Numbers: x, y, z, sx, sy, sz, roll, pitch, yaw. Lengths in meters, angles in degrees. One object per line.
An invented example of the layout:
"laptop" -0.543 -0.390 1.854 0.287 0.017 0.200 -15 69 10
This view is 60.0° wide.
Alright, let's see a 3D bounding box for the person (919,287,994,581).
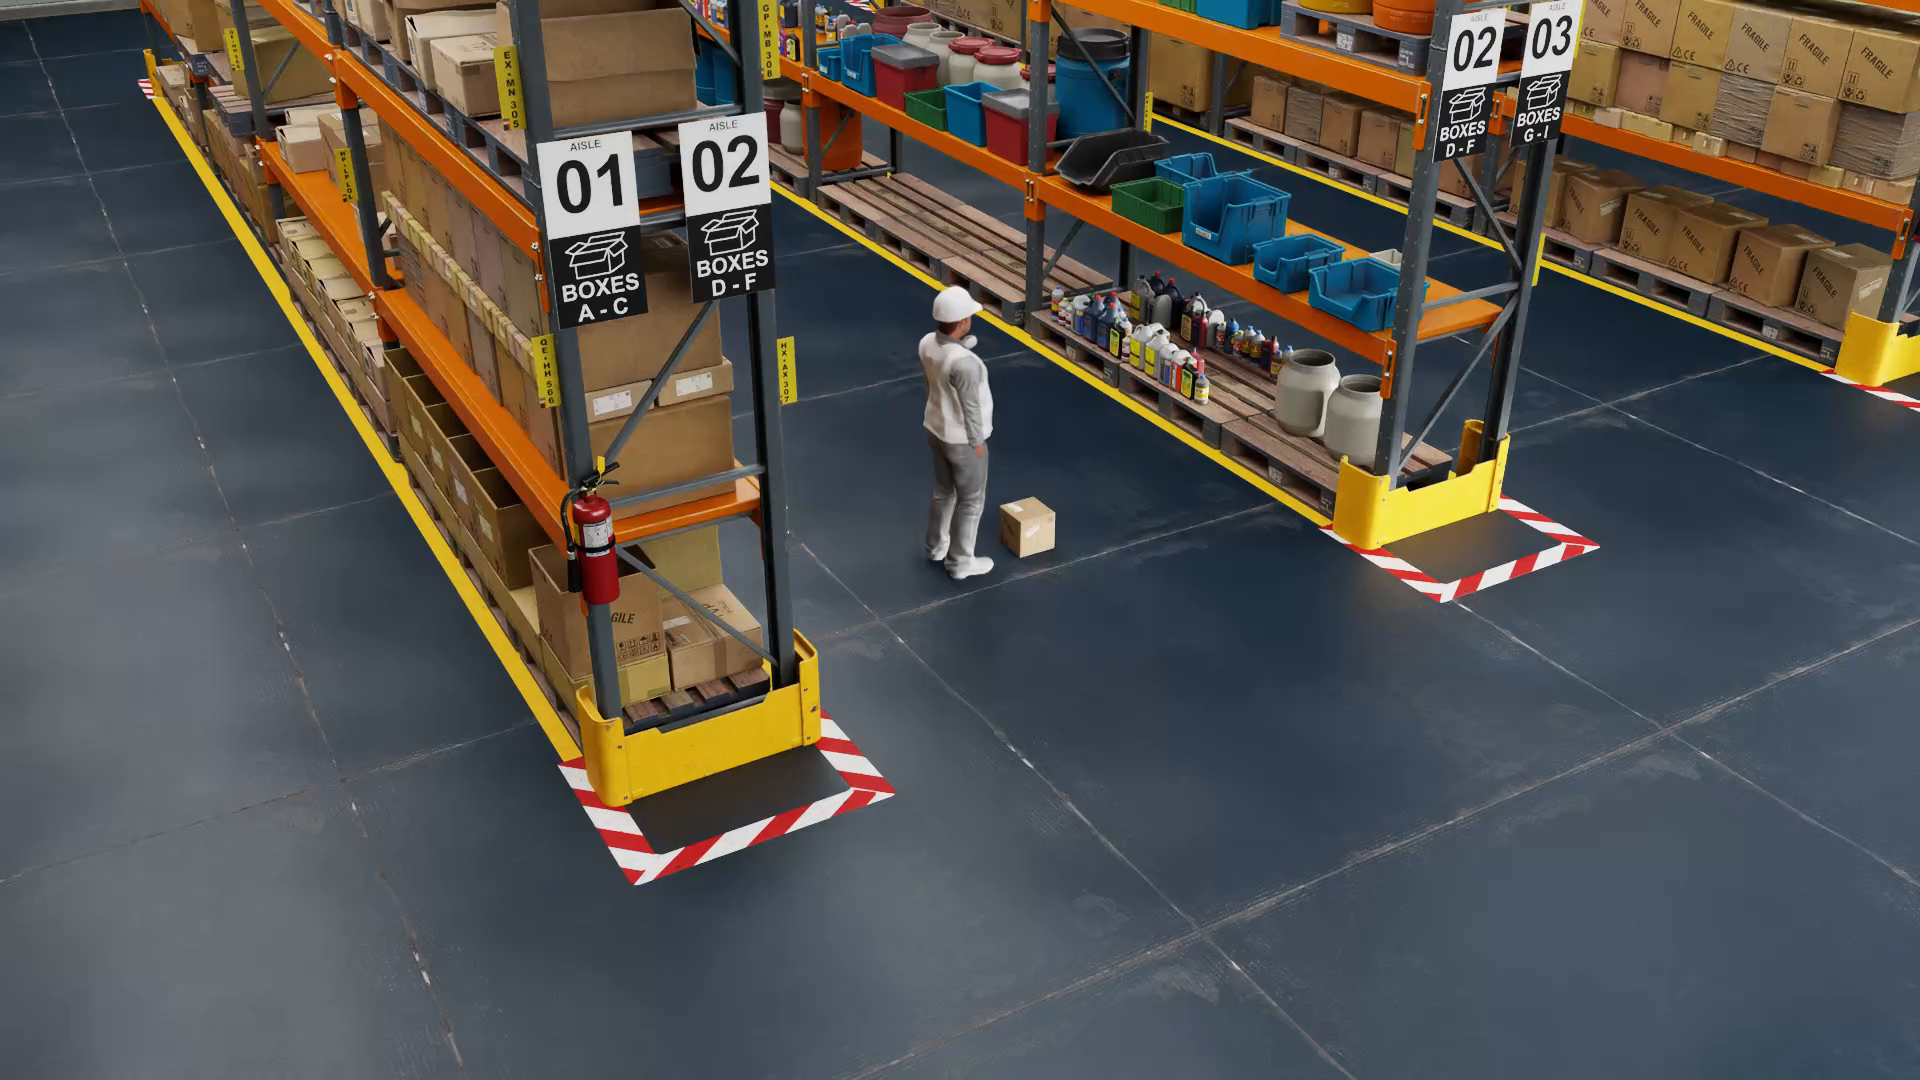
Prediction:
"person" -0.015 -0.633 9.700 0.359 1.772 0.532 -15 32 -25
